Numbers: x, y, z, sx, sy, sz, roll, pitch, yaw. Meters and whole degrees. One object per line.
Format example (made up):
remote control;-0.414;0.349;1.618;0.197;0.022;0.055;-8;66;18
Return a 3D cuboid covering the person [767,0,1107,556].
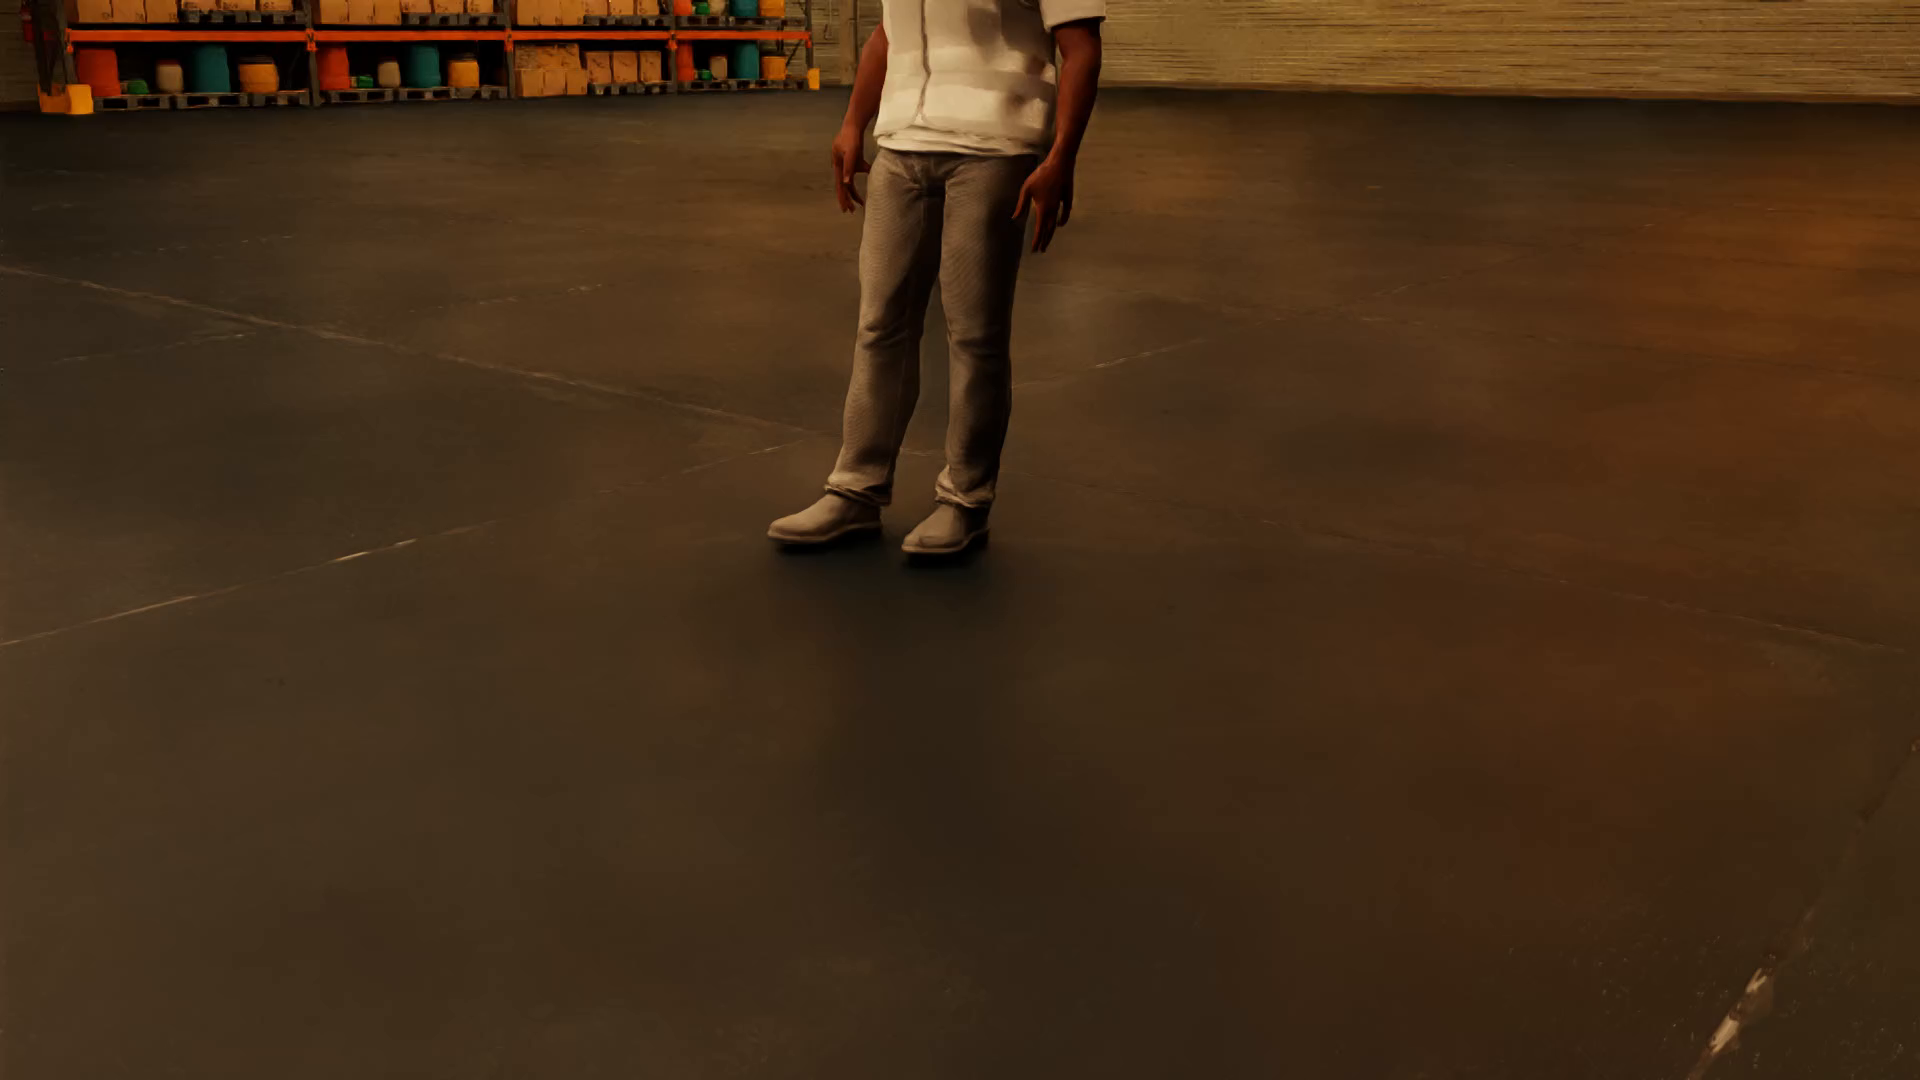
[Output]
person;-0.048;-0.837;3.635;0.665;1.766;0.576;13;21;37
